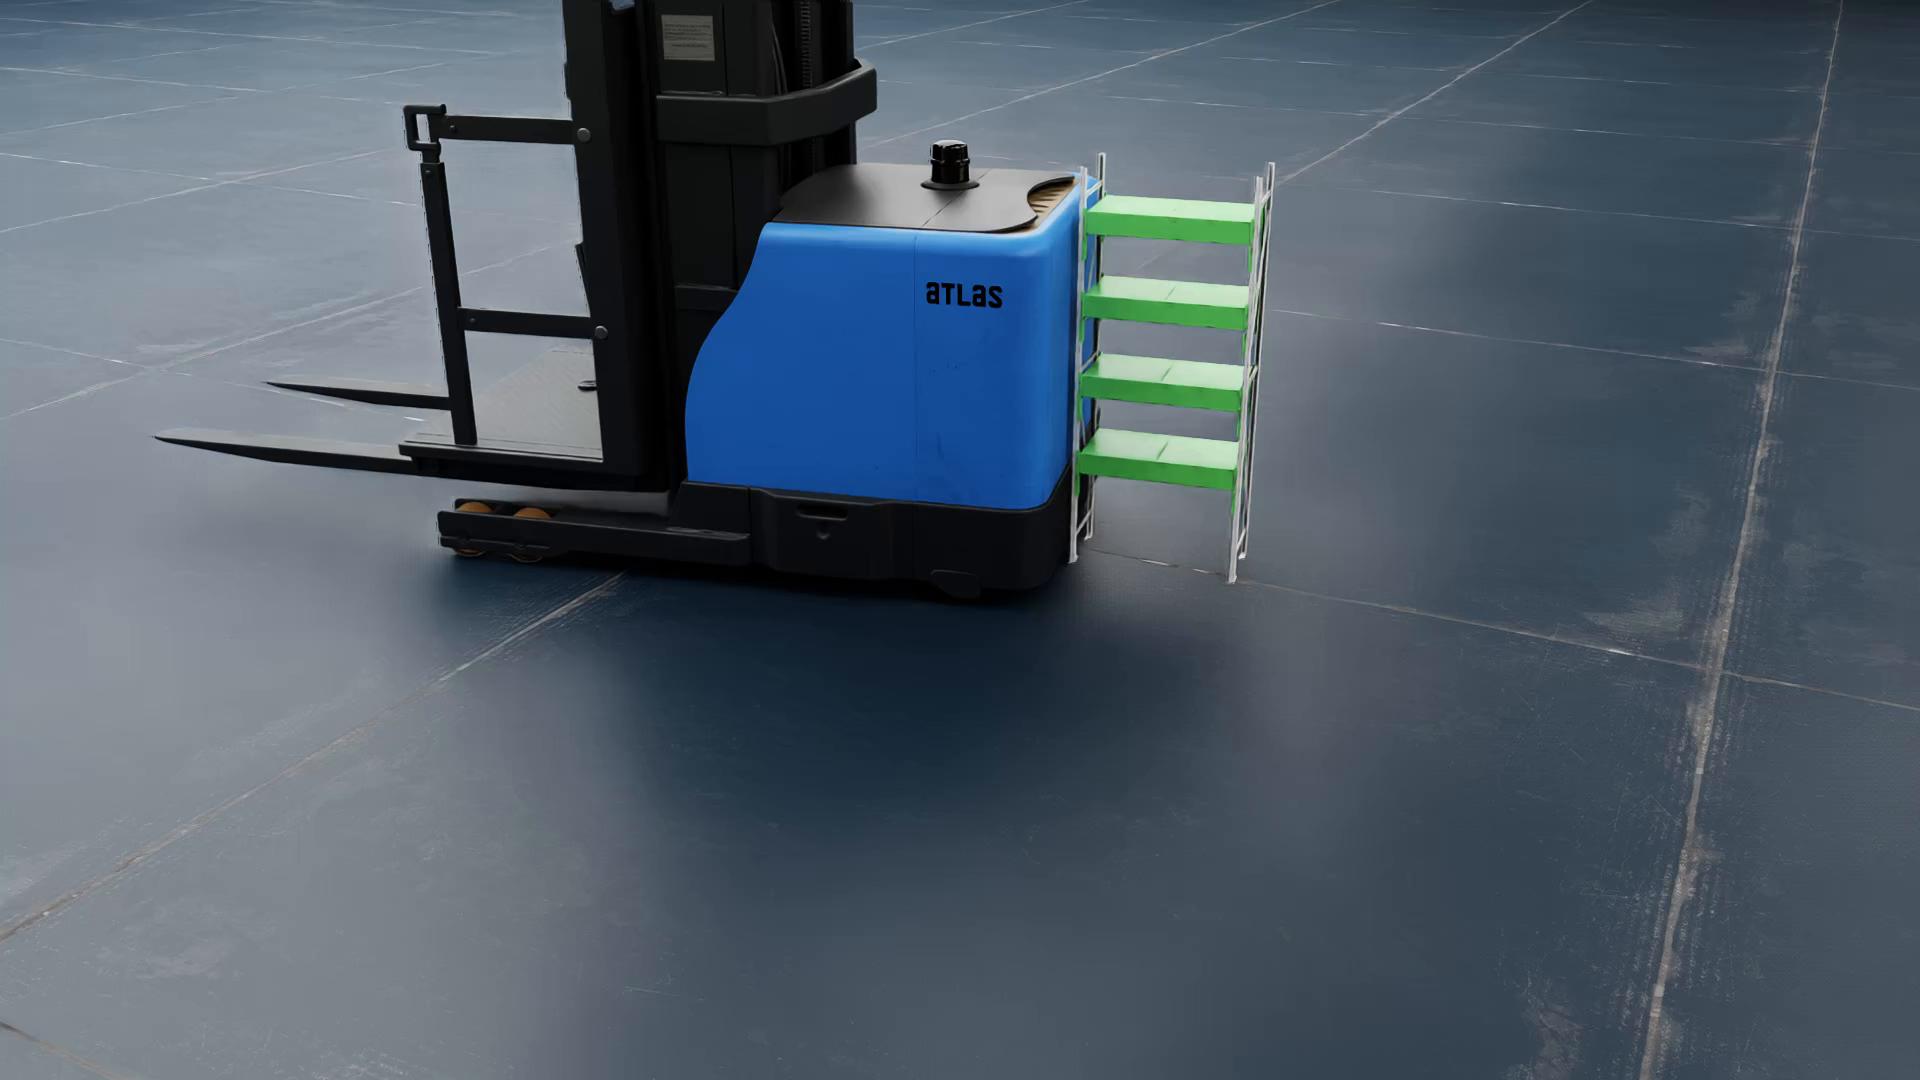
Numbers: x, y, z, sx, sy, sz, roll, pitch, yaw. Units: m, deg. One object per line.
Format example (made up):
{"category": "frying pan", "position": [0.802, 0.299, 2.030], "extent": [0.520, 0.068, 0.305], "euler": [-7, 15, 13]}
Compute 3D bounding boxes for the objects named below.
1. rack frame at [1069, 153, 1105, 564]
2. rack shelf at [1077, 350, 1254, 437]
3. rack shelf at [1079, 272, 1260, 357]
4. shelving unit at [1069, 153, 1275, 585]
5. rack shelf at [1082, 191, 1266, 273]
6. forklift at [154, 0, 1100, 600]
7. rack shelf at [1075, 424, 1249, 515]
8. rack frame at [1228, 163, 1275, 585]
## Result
{"category": "rack frame", "position": [0.378, -0.524, 4.950], "extent": [0.015, 1.200, 0.240], "euler": [7, 24, 16]}
{"category": "rack shelf", "position": [0.610, -0.436, 4.906], "extent": [0.480, 0.148, 0.258], "euler": [7, 24, 16]}
{"category": "rack shelf", "position": [0.610, -0.657, 4.812], "extent": [0.480, 0.148, 0.258], "euler": [7, 24, 16]}
{"category": "shelving unit", "position": [0.610, -0.495, 4.881], "extent": [0.503, 1.200, 0.258], "euler": [7, 24, 16]}
{"category": "rack shelf", "position": [0.610, -0.878, 4.718], "extent": [0.480, 0.148, 0.258], "euler": [7, 24, 16]}
{"category": "forklift", "position": [-1.113, -1.471, 4.964], "extent": [3.031, 2.935, 1.130], "euler": [5, 24, 13]}
{"category": "rack shelf", "position": [0.610, -0.215, 4.999], "extent": [0.480, 0.148, 0.258], "euler": [7, 24, 16]}
{"category": "rack frame", "position": [0.842, -0.466, 4.812], "extent": [0.015, 1.200, 0.240], "euler": [7, 24, 16]}
